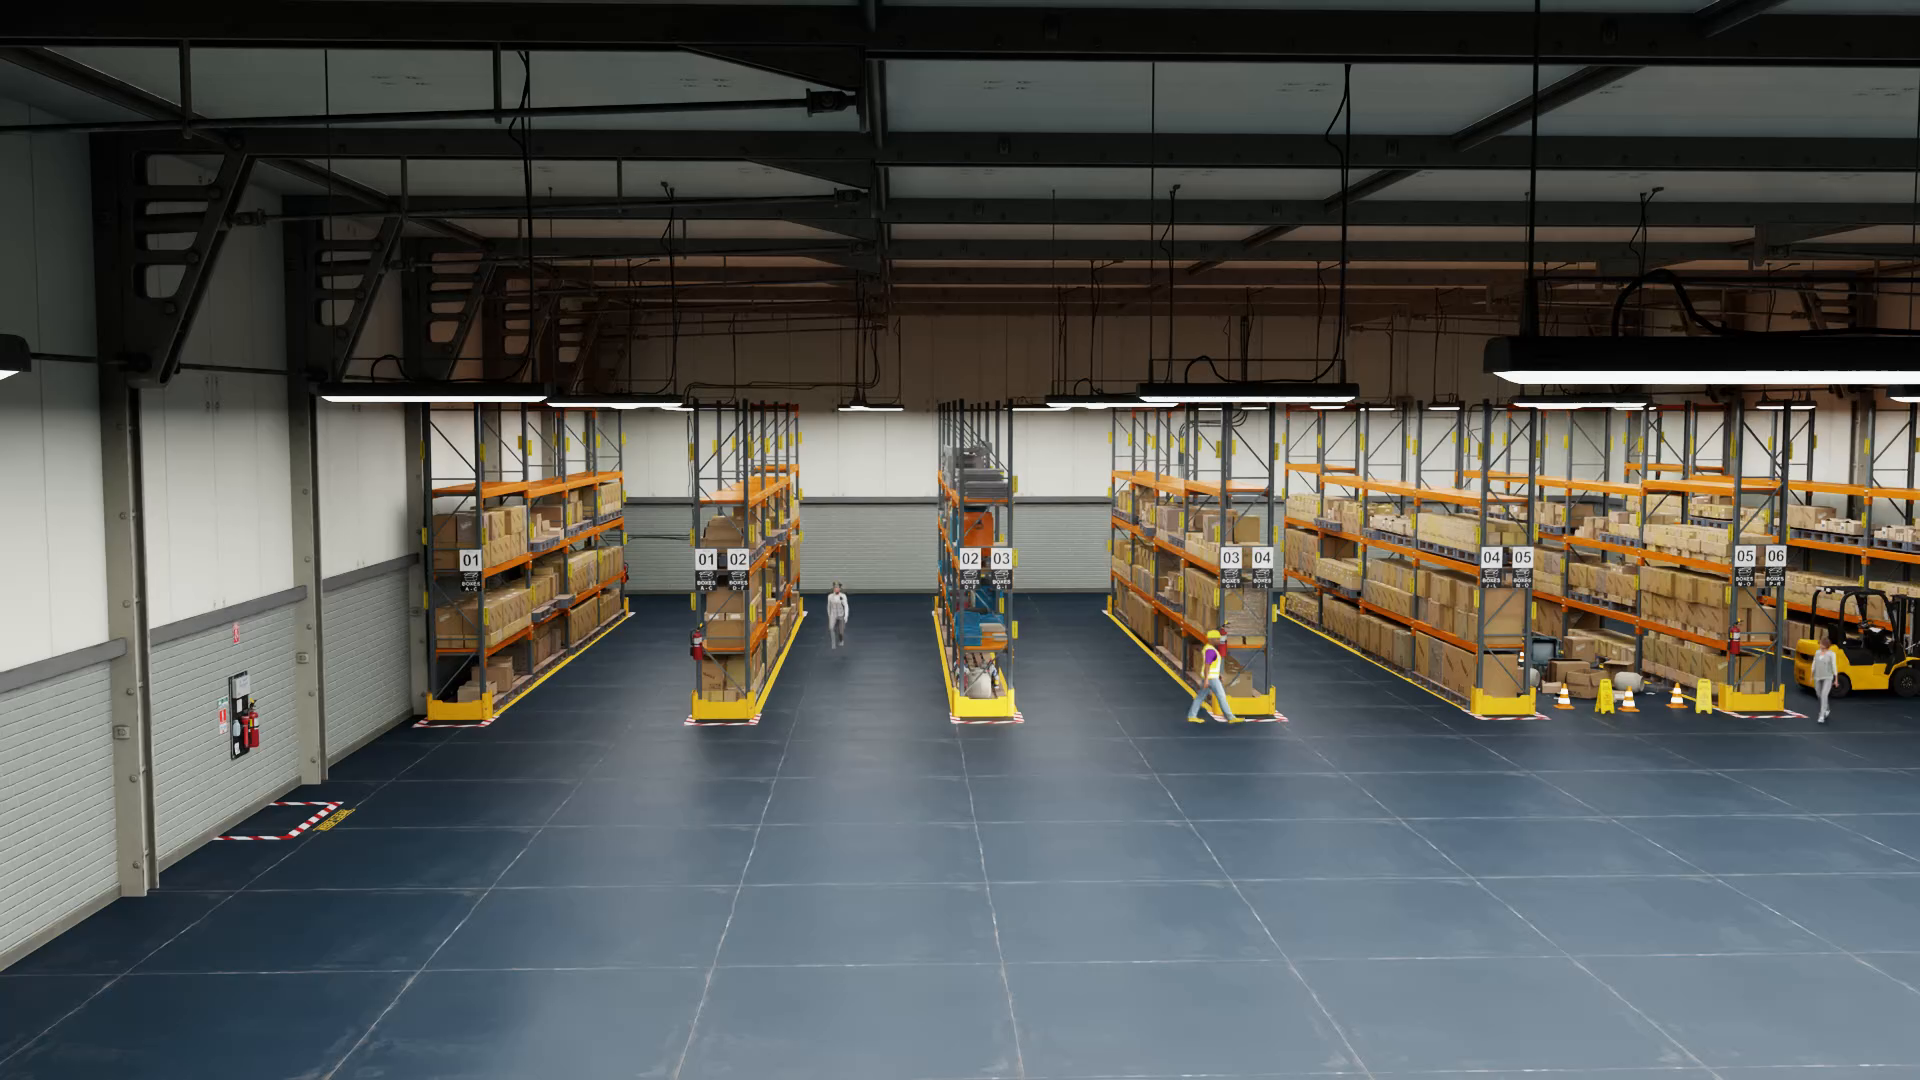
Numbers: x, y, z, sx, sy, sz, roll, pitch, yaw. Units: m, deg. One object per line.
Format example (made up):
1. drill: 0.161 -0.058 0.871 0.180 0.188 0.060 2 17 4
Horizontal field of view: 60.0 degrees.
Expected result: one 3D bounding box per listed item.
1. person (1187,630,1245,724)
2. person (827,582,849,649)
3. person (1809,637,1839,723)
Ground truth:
1. person: 4.702 2.514 30.599 1.007 1.707 0.584 0 4 -3
2. person: -2.845 1.741 38.694 0.520 1.547 1.024 0 4 -1
3. person: 16.073 2.582 30.933 0.468 1.551 0.904 4 6 44
